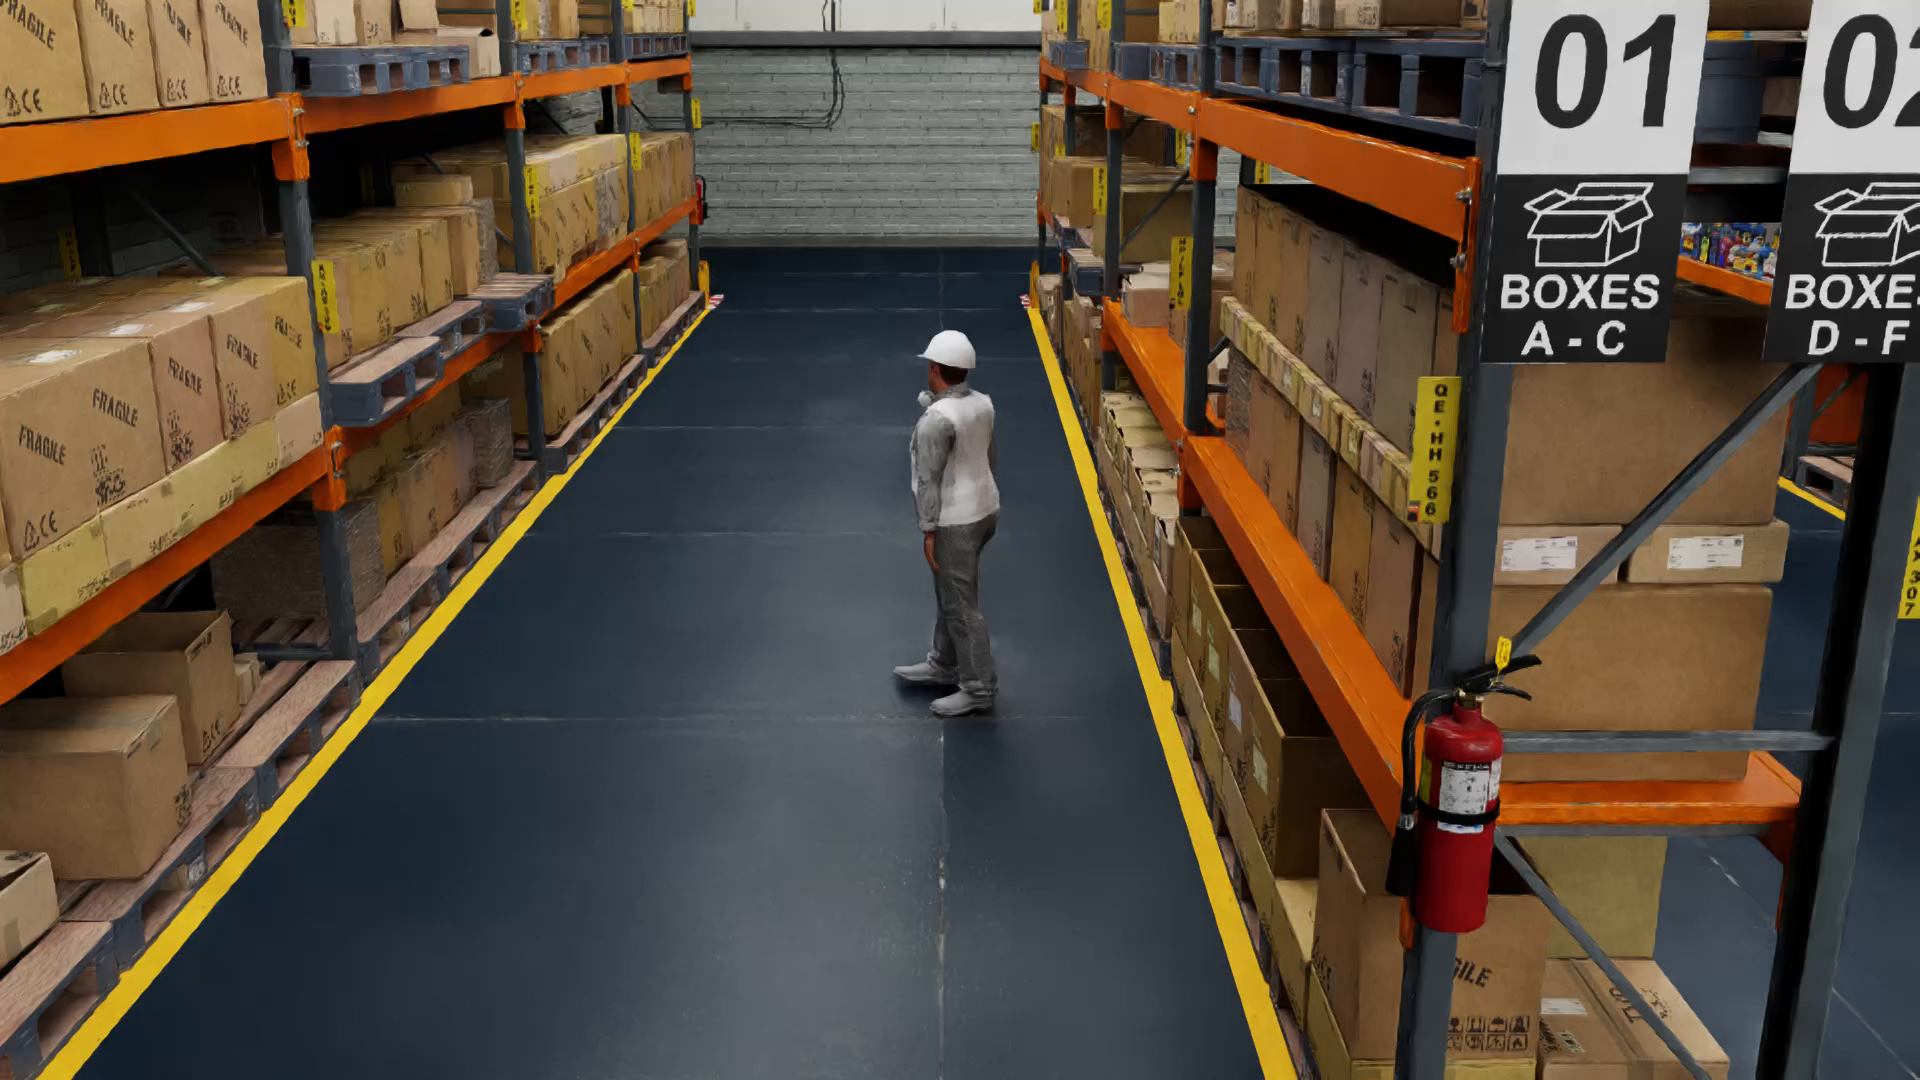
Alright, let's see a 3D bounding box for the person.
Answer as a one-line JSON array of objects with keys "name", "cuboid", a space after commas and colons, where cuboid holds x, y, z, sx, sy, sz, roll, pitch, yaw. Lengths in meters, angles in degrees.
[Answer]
[{"name": "person", "cuboid": [-0.050, -0.104, 7.820, 0.598, 1.774, 0.639, 8, 19, 25]}]
